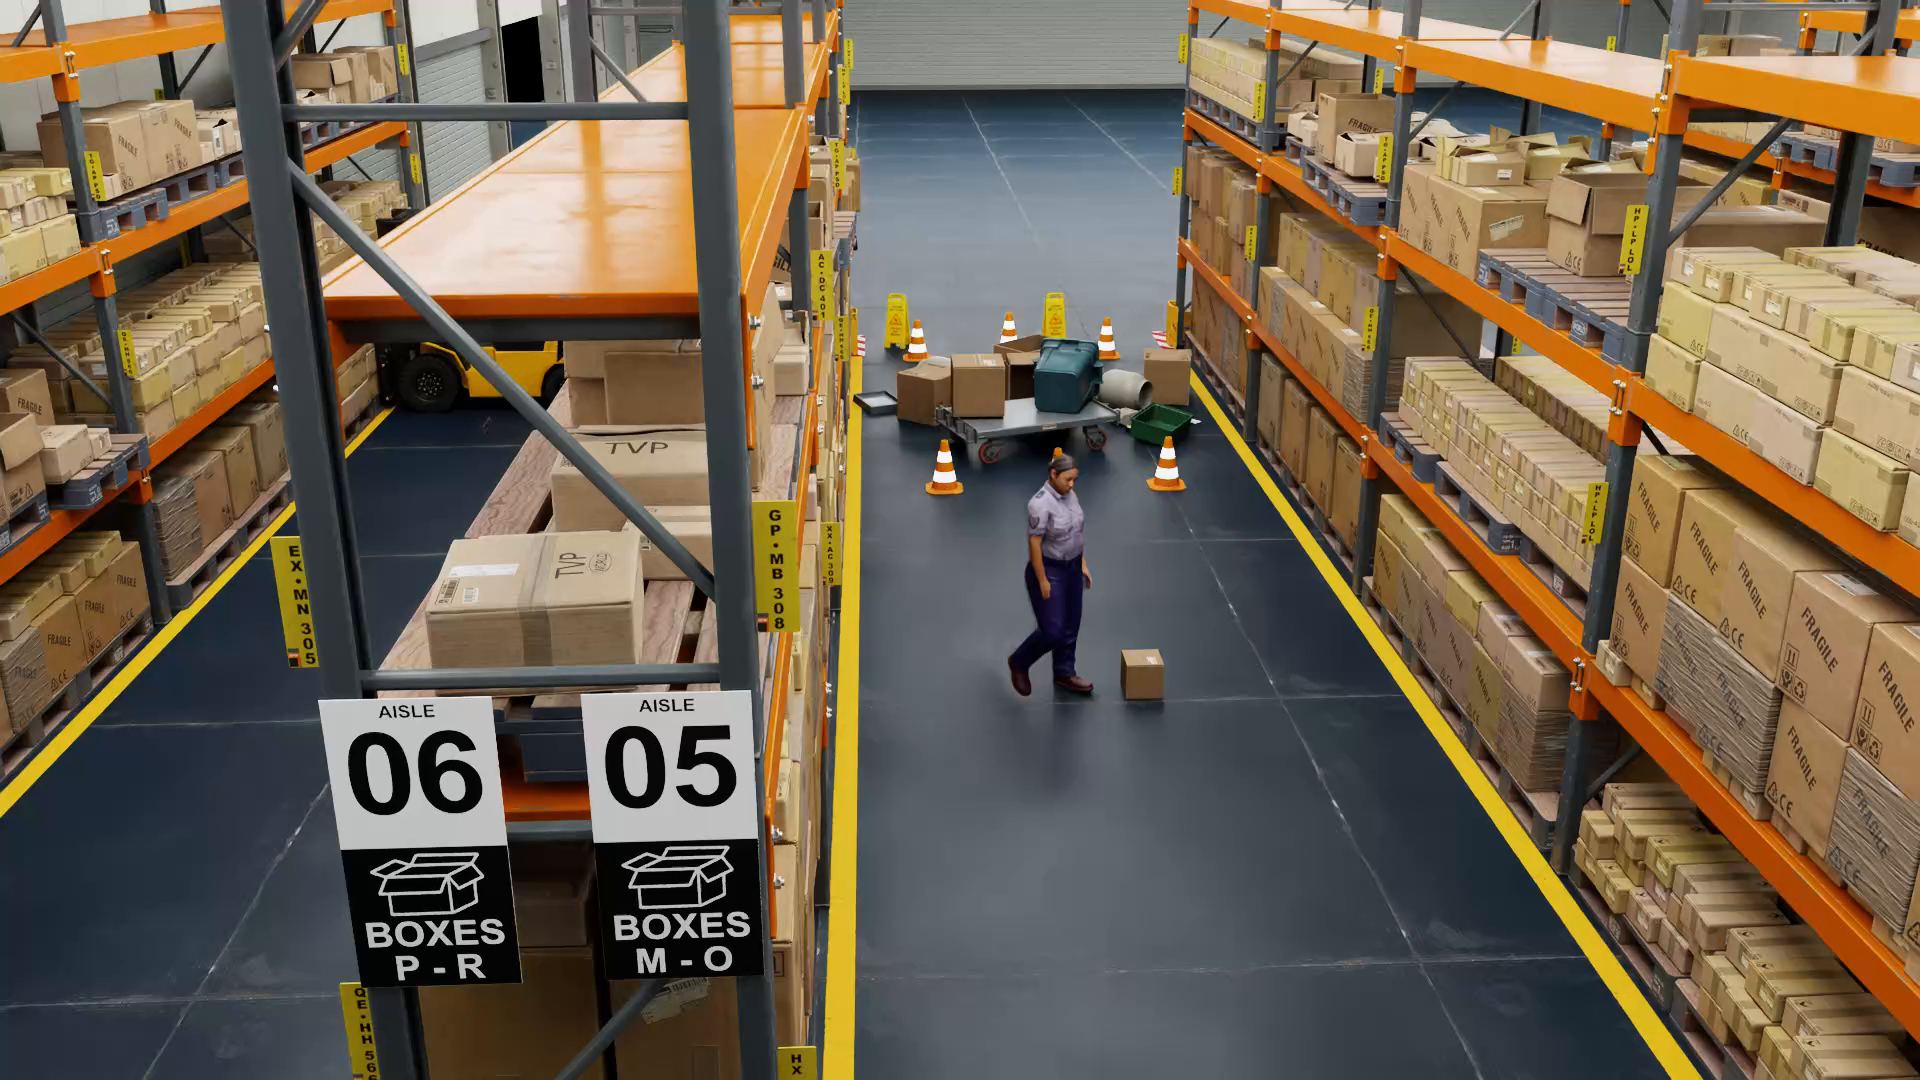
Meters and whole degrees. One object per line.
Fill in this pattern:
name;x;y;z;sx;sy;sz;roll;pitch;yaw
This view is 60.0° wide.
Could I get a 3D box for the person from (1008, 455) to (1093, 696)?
person;0.616;0.239;10.925;0.498;1.631;0.548;14;25;33
